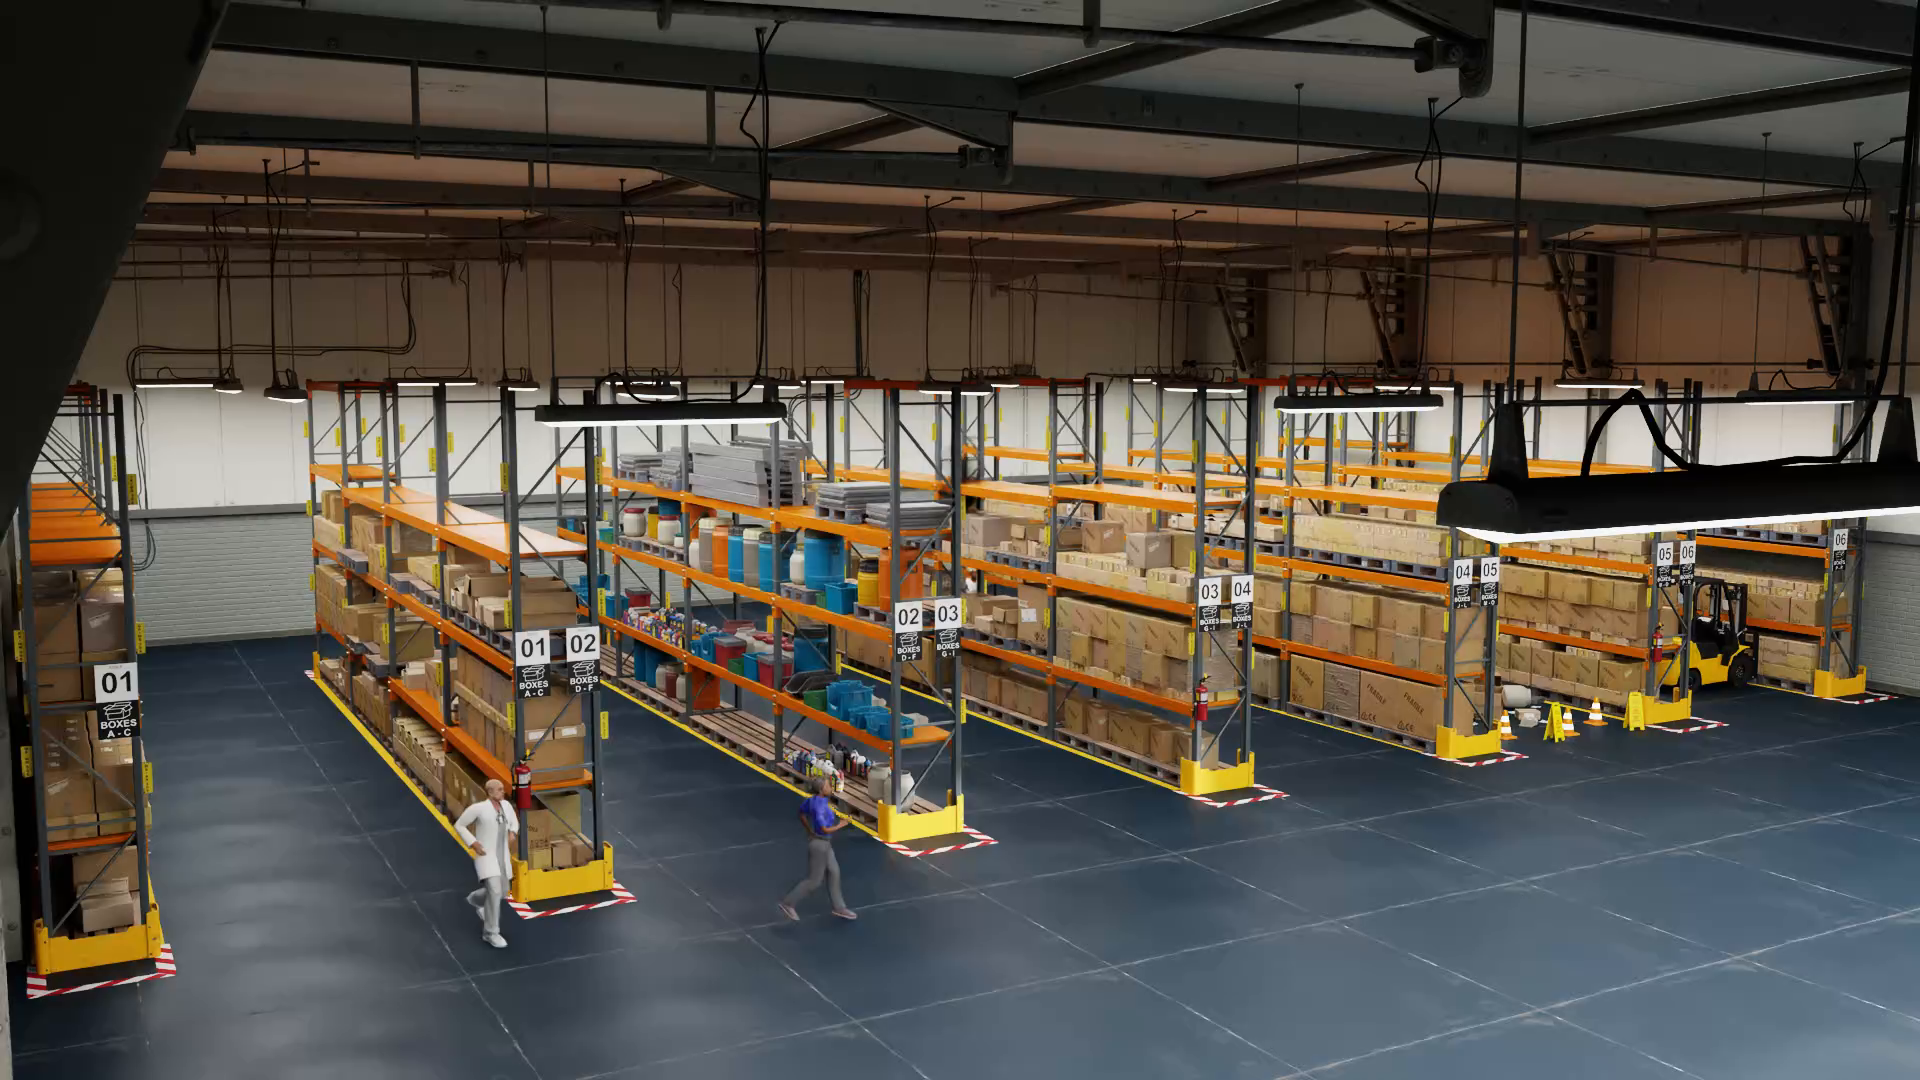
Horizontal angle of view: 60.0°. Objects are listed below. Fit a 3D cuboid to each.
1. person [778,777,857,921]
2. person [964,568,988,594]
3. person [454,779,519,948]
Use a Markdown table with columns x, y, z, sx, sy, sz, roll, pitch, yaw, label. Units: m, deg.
| x | y | z | sx | sy | sz | roll | pitch | yaw | label |
| --- | --- | --- | --- | --- | --- | --- | --- | --- | --- |
| -1.609 | 3.492 | 18.779 | 0.900 | 1.663 | 0.604 | -1 | 6 | -9 | person |
| 0.314 | 1.463 | 37.546 | 0.673 | 1.780 | 0.805 | -2 | 6 | -21 | person |
| -5.188 | 3.528 | 18.475 | 0.956 | 1.756 | 0.733 | 4 | 7 | 34 | person |
